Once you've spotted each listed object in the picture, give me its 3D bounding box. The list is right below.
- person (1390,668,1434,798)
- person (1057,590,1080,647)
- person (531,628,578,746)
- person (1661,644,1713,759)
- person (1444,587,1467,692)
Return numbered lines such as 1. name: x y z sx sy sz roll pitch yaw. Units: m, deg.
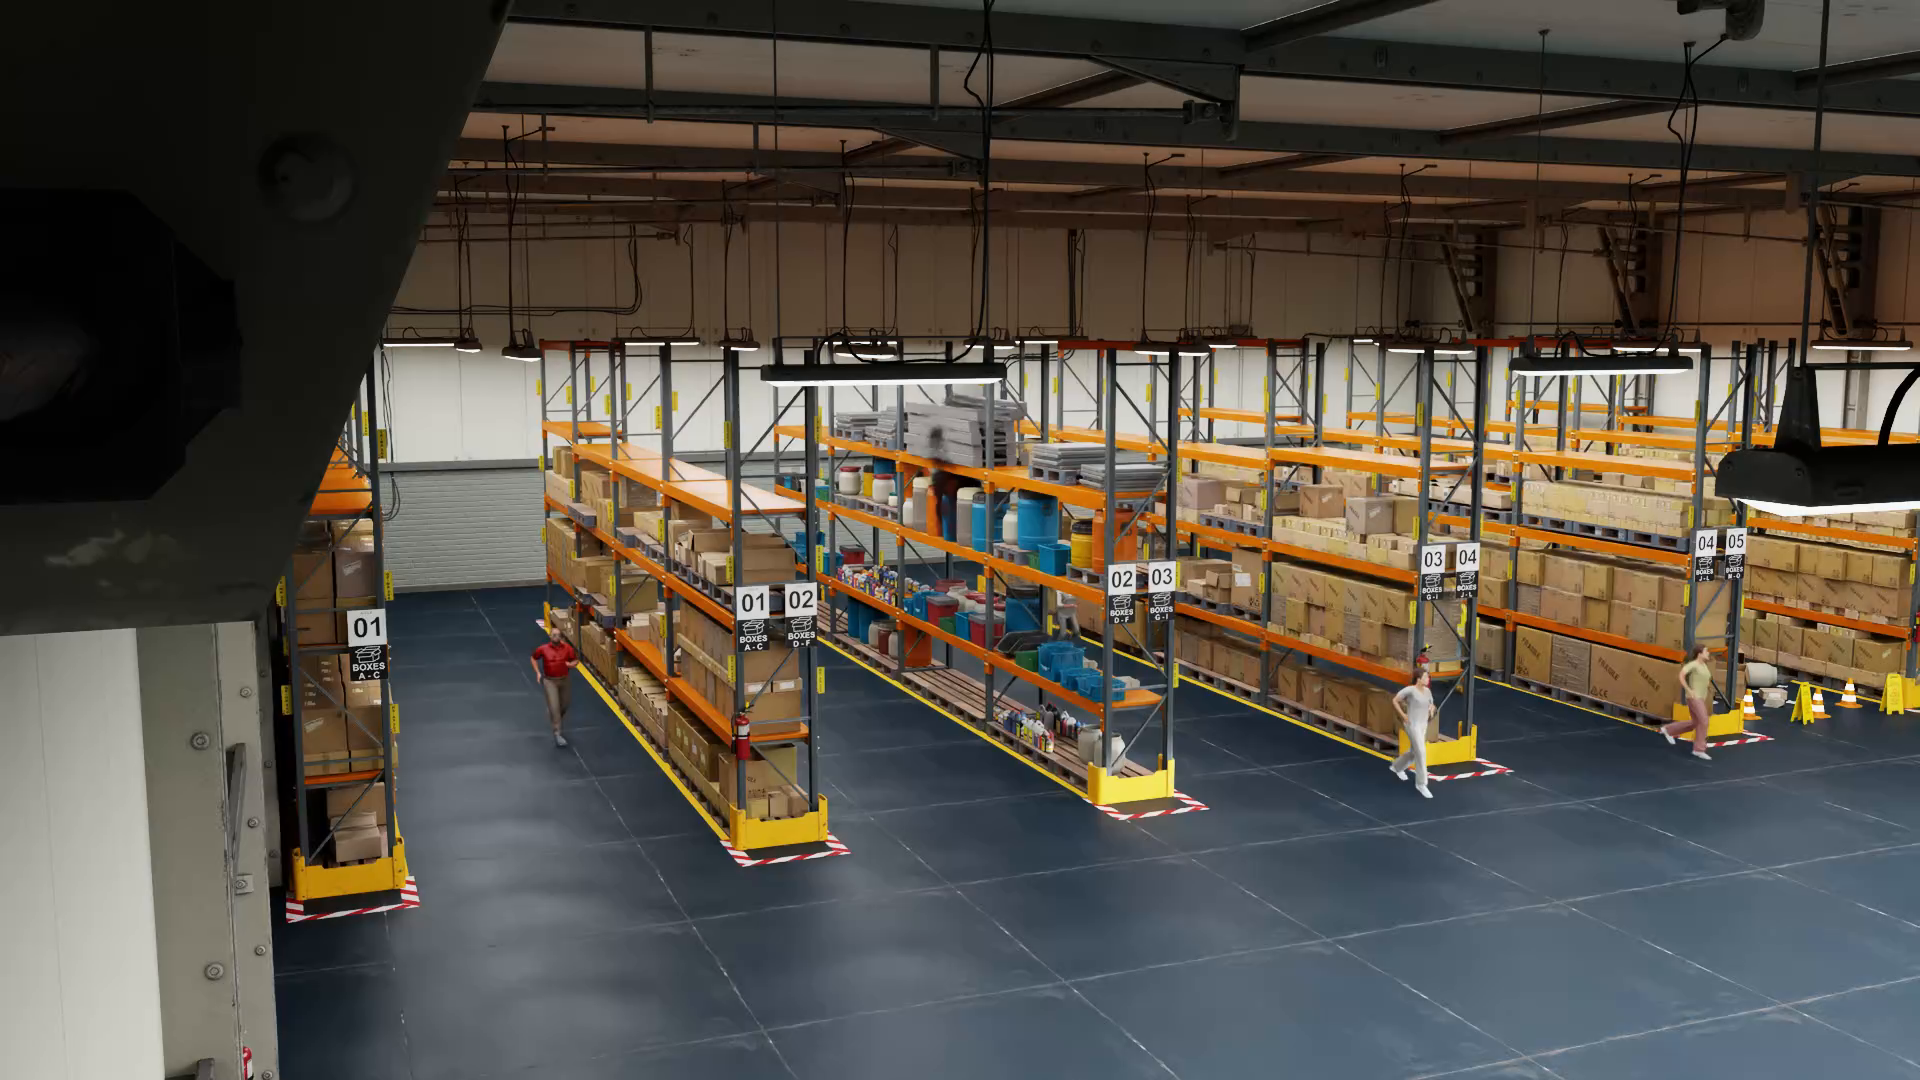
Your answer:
1. person: 6.240 2.565 22.662 0.573 1.673 0.958 -5 9 -34
2. person: 2.039 1.454 31.412 0.509 1.586 0.657 -4 8 -27
3. person: -6.118 2.179 25.248 0.662 1.716 0.989 -4 9 -30
4. person: 10.828 2.354 24.583 0.612 1.667 0.797 -7 10 -43
5. person: 8.571 1.689 28.778 0.694 1.767 0.969 -3 8 -24
